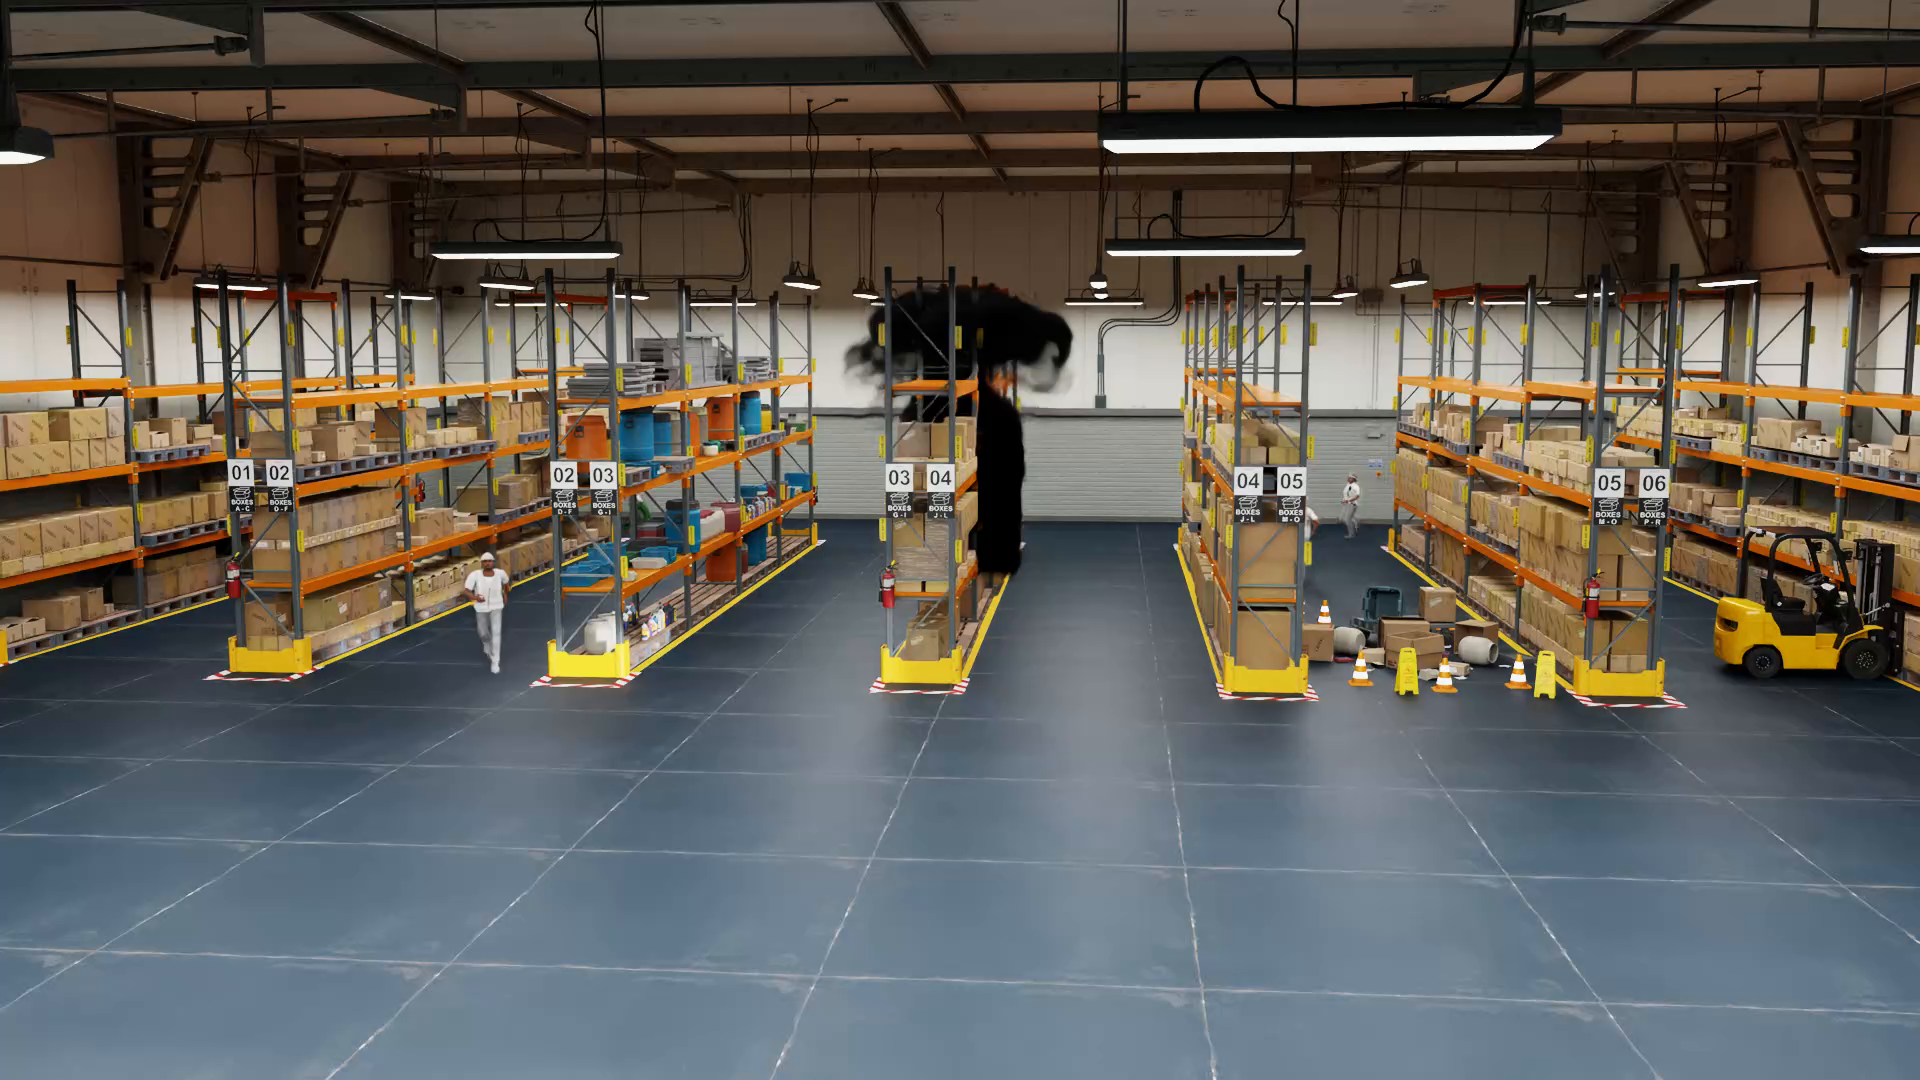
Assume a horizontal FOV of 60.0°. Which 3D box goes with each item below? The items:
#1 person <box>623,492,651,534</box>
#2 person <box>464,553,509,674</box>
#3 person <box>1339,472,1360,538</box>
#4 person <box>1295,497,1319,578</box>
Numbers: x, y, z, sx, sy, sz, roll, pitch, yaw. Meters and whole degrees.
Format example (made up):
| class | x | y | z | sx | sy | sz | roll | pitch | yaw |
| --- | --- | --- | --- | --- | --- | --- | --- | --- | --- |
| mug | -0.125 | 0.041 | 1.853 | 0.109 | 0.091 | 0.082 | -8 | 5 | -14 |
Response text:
| class | x | y | z | sx | sy | sz | roll | pitch | yaw |
| --- | --- | --- | --- | --- | --- | --- | --- | --- | --- |
| person | -8.183 | -0.932 | 41.924 | 0.865 | 1.787 | 0.704 | 2 | 7 | 15 |
| person | -7.198 | 1.067 | 25.312 | 0.663 | 1.776 | 1.140 | -2 | 7 | -13 |
| person | 9.783 | -0.873 | 41.687 | 0.558 | 1.657 | 0.574 | -2 | 7 | -17 |
| person | 7.037 | -0.068 | 34.407 | 0.668 | 1.758 | 0.981 | 0 | 7 | -4 |
